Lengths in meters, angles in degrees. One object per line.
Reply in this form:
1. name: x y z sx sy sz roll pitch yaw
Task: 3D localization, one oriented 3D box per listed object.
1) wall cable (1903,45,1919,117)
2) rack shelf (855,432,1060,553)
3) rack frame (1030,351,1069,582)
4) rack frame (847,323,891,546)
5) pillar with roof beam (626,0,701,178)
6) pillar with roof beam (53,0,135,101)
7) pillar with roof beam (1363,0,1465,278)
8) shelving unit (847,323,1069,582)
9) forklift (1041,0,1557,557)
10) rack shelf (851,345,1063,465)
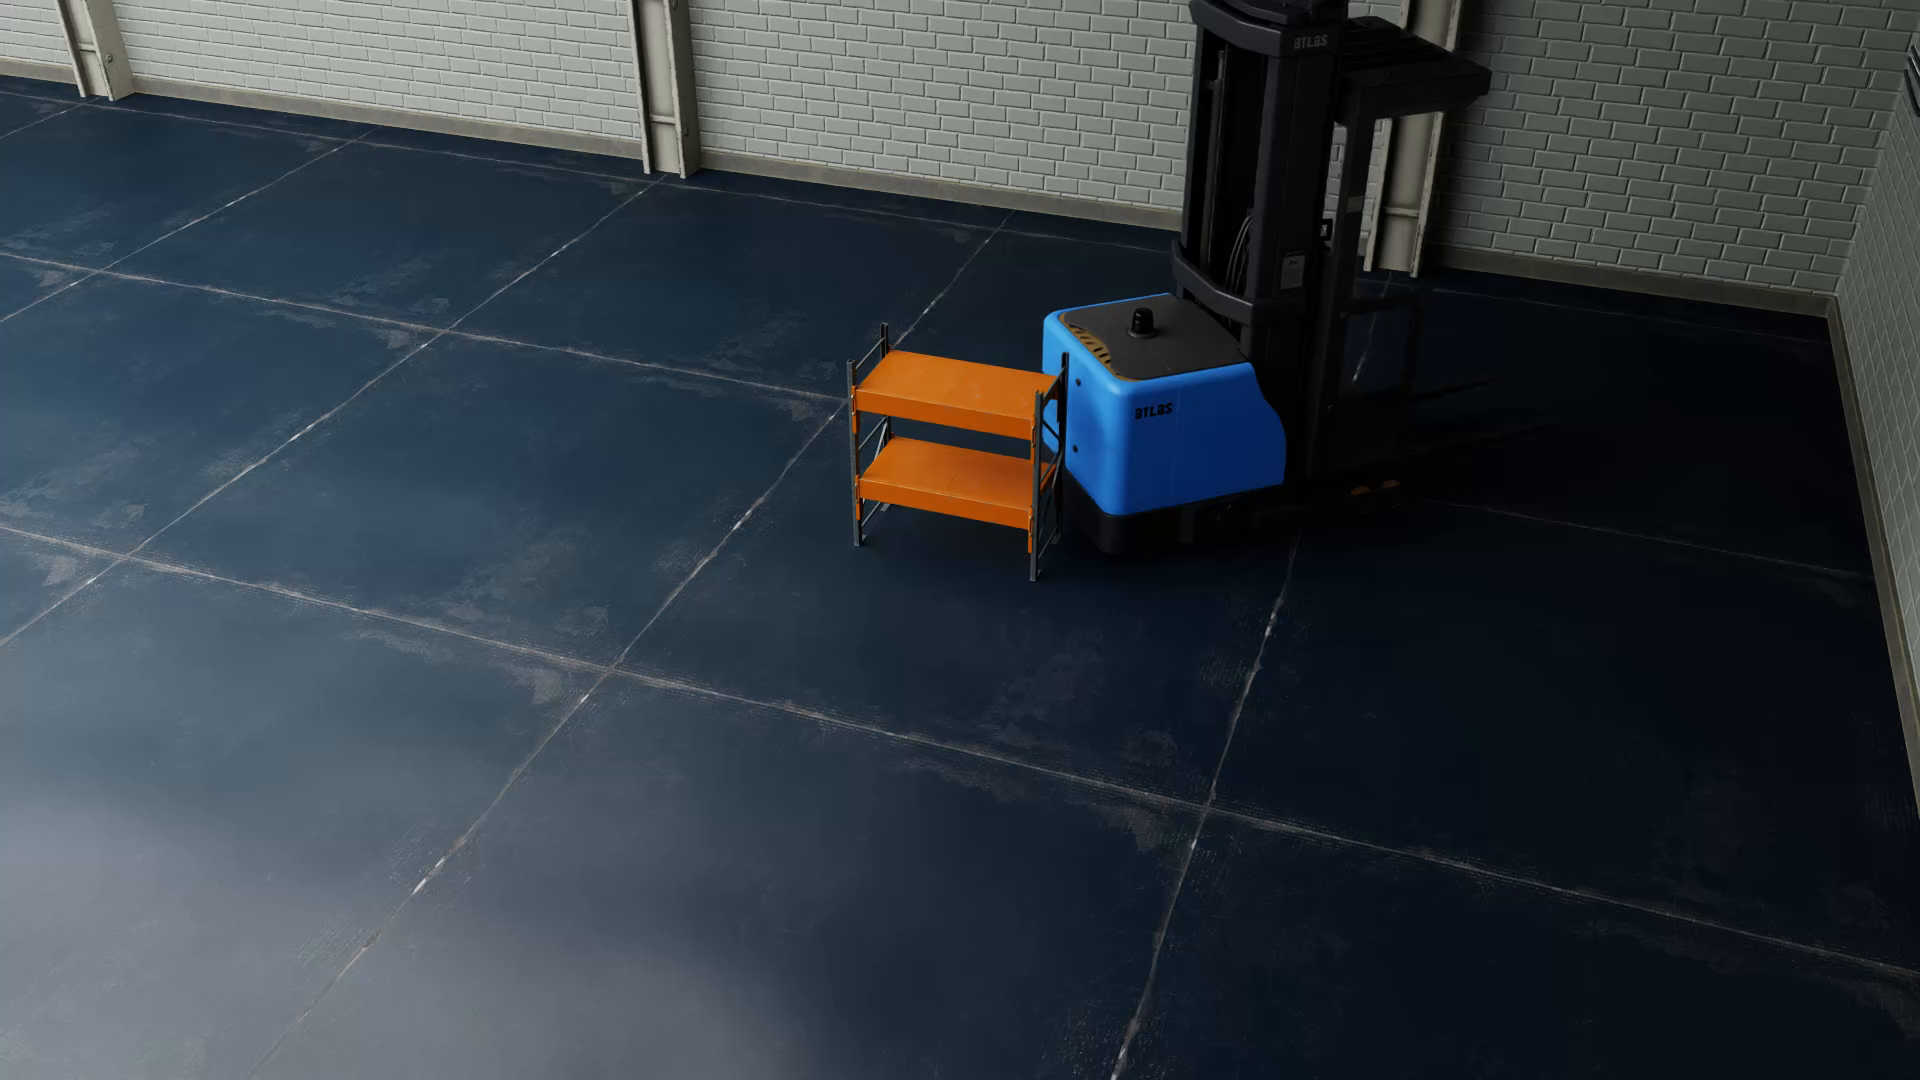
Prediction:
1. wall cable: 5.551 -3.299 8.895 0.112 2.526 3.097 11 34 16
2. rack shelf: -0.006 -0.268 9.047 1.000 0.278 0.538 11 34 16
3. rack frame: 0.472 -0.381 8.771 0.032 1.125 0.500 11 34 16
4. rack frame: -0.485 -0.567 9.059 0.032 1.125 0.500 11 34 16
5. pillar with roof beam: -3.877 -4.718 8.229 0.400 9.000 9.100 11 34 16
6. pillar with roof beam: -9.525 -5.816 9.930 0.400 9.000 9.100 11 34 16
7. pillar with roof beam: 1.771 -3.620 6.529 0.400 9.000 9.100 11 34 16
8. shelving unit: -0.006 -0.474 8.915 1.048 1.125 0.538 11 34 16
9. forklift: 2.020 -1.626 9.034 3.031 2.935 1.130 -11 35 -17
10. rack shelf: -0.006 -0.720 8.756 1.000 0.278 0.538 11 34 16
